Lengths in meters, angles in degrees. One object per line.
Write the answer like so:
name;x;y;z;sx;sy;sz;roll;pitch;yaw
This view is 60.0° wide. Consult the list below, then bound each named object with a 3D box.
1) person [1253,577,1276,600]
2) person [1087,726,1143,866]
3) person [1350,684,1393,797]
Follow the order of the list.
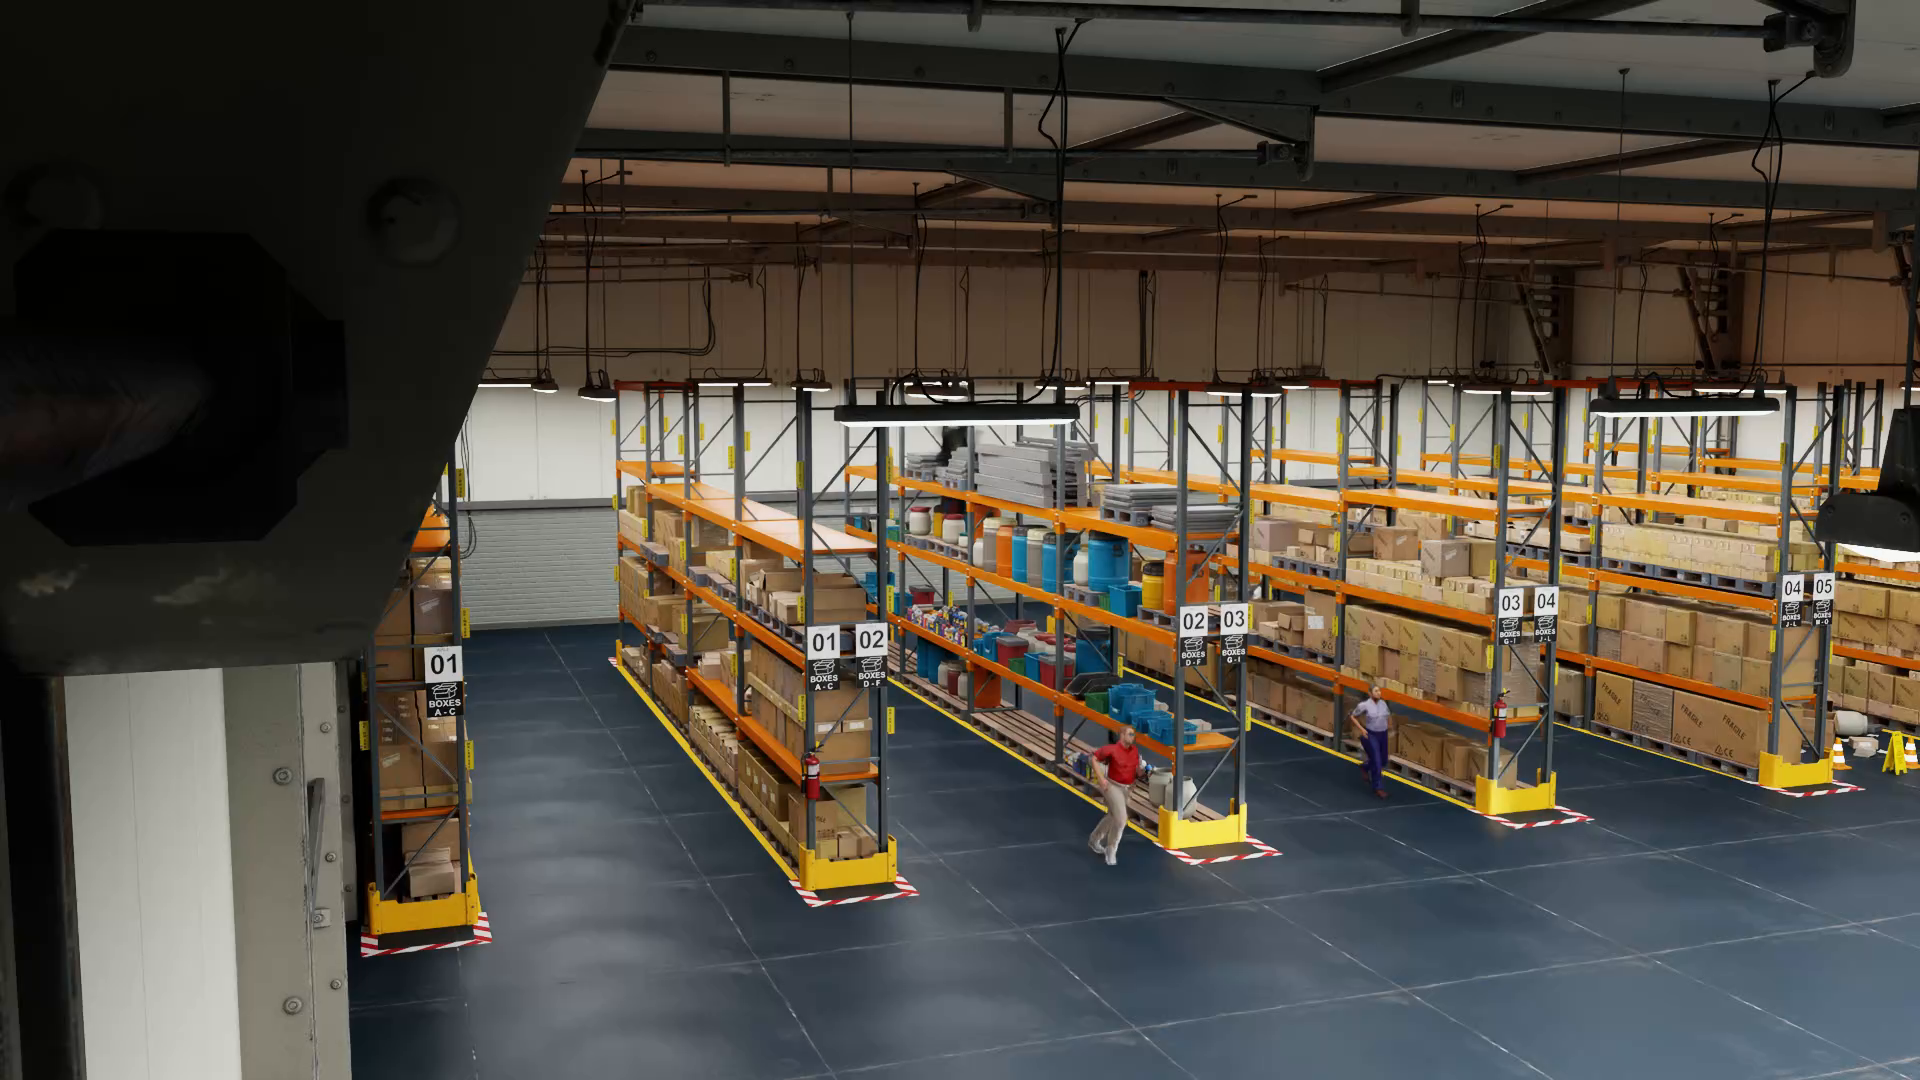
person;6.742;1.639;36.717;0.583;1.701;0.660;-2;6;-20
person;2.004;3.262;21.390;0.734;1.763;0.767;-6;8;-44
person;6.108;2.930;24.596;0.620;1.613;0.823;-3;7;-23
